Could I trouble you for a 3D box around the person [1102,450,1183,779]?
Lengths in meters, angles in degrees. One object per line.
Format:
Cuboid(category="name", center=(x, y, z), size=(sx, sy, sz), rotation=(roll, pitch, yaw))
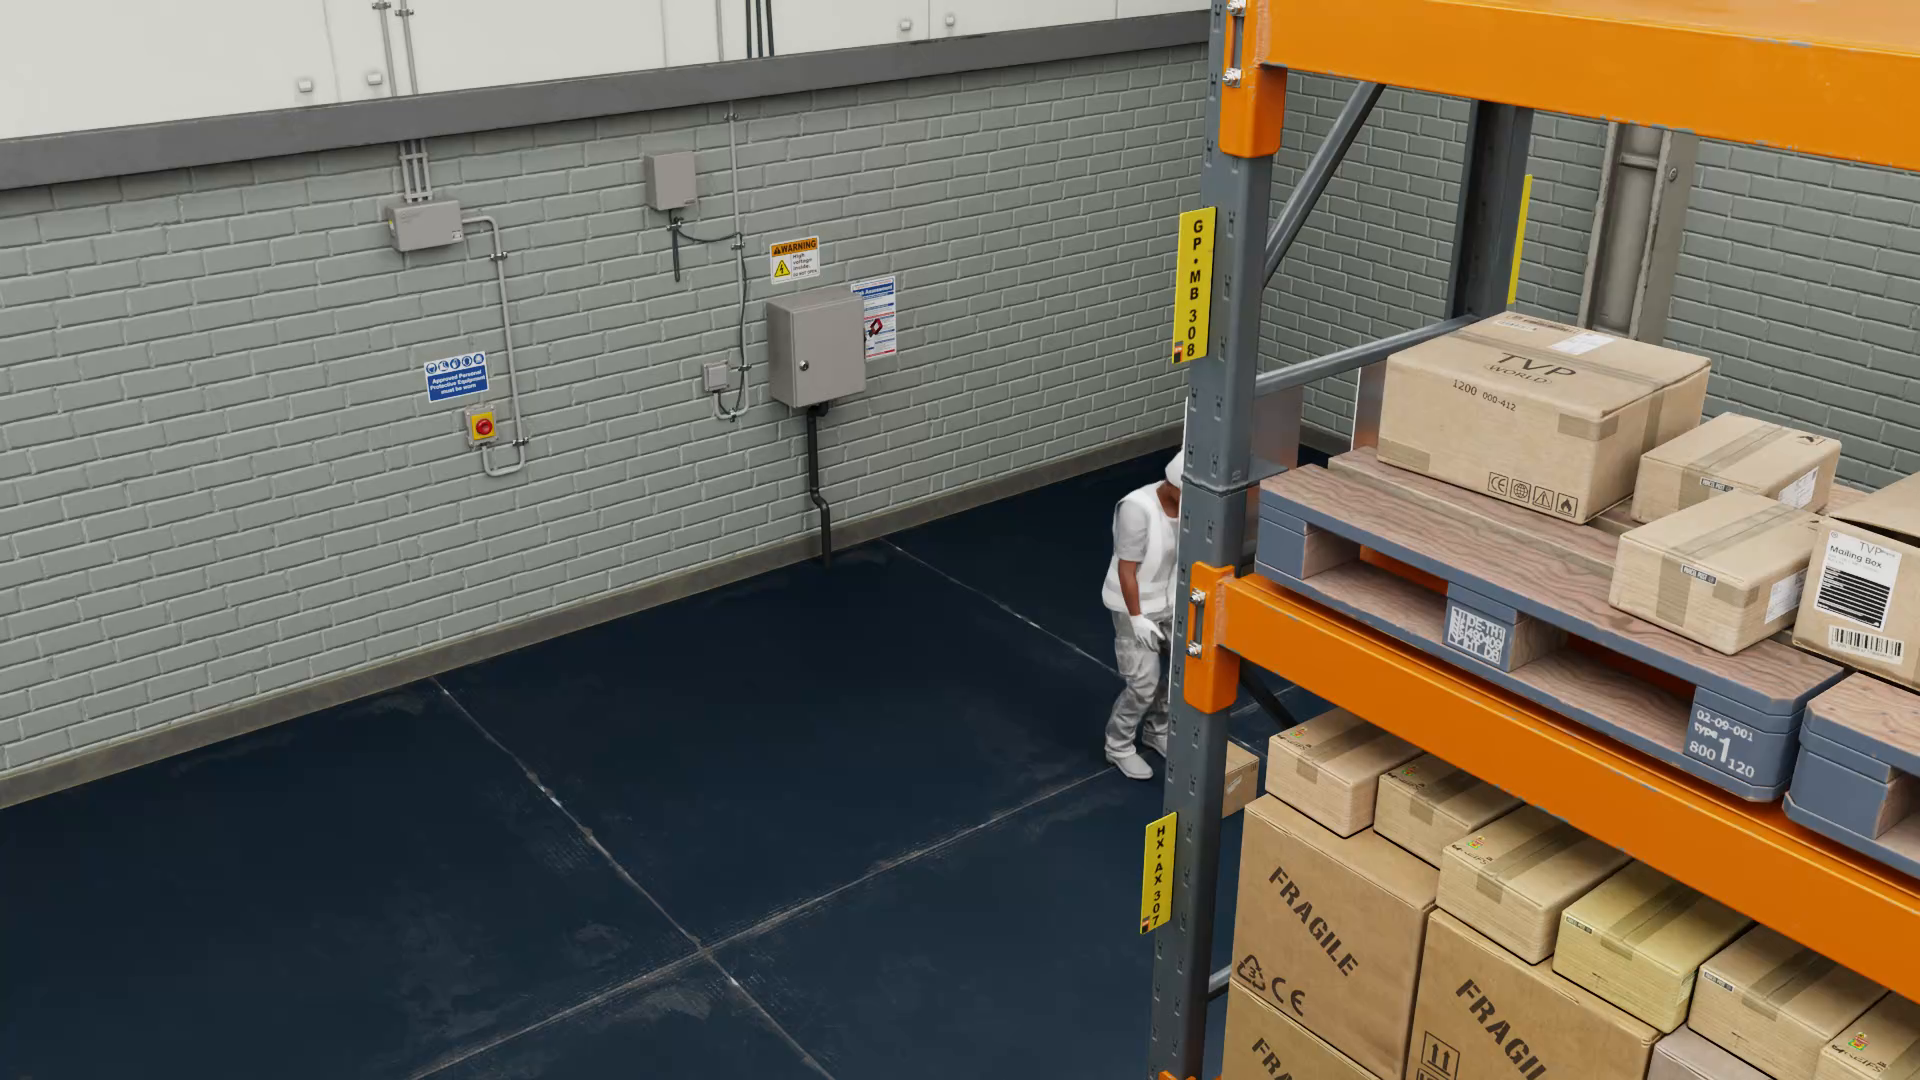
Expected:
Cuboid(category="person", center=(0.974, 0.321, 7.987), size=(0.584, 1.695, 0.517), rotation=(-17, 30, -33))
